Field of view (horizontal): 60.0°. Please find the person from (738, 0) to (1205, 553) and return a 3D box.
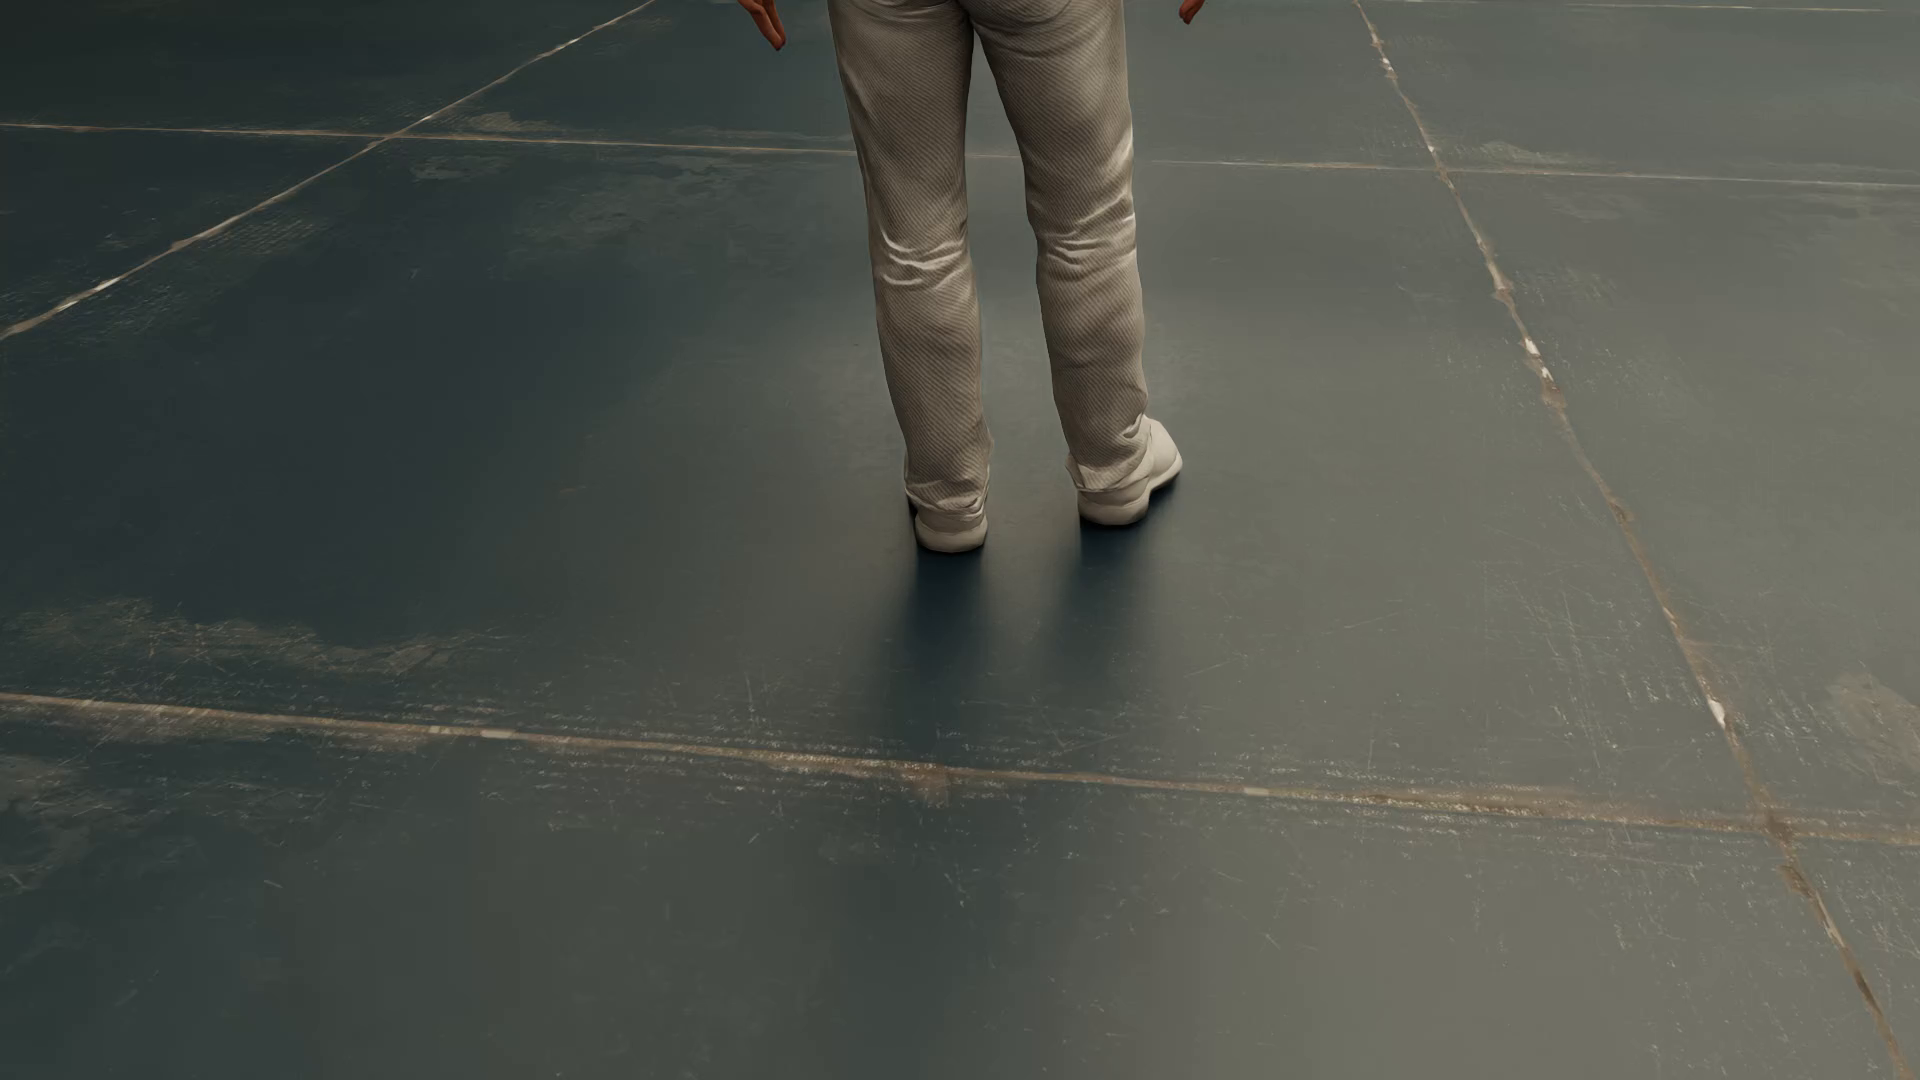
[{"bbox_3d":[0.015,-0.828,2.164,0.665,1.768,0.575,3,27,7],"label":"person"}]
